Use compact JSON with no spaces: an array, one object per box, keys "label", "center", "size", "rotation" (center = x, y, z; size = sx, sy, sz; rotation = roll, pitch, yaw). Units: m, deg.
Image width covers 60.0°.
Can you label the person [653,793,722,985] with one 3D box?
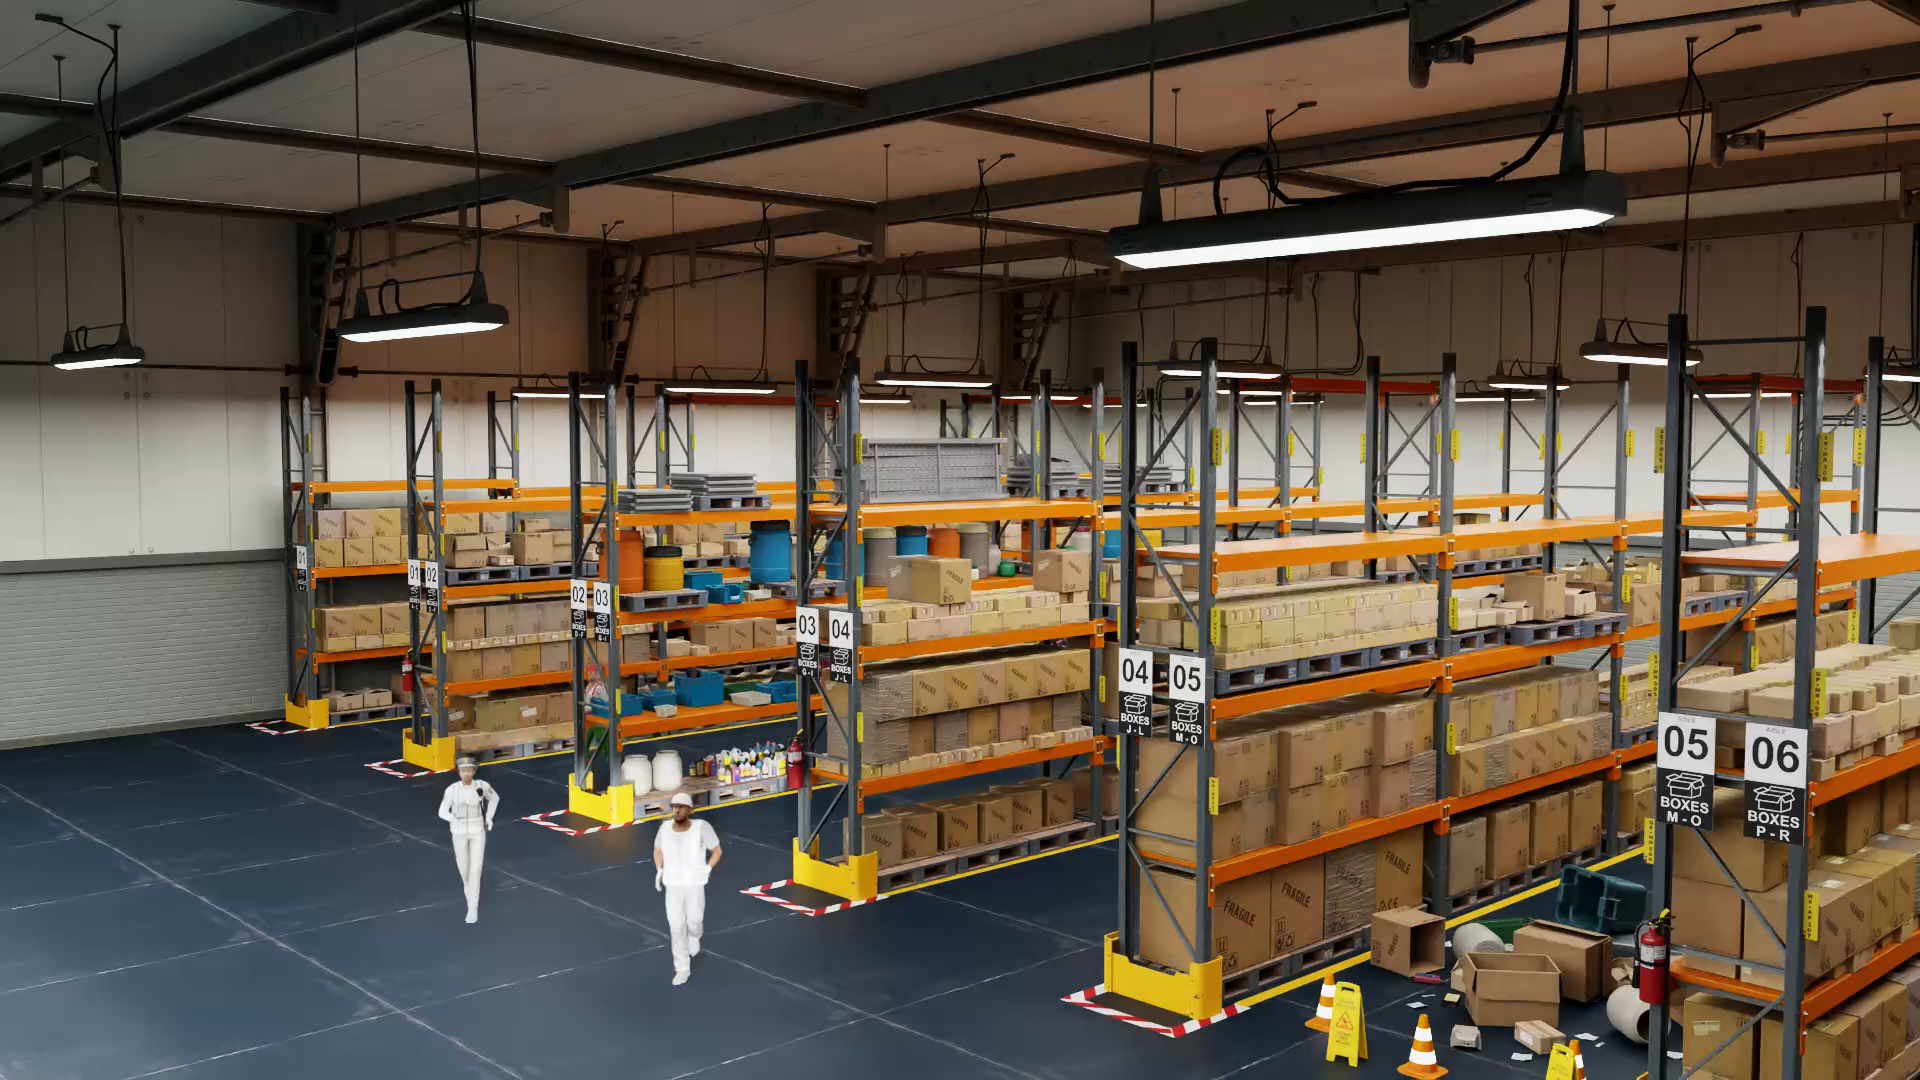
[{"label":"person","center":[-2.612,3.281,15.878],"size":[0.674,1.765,0.733],"rotation":[0,4,3]}]

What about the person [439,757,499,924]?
[{"label":"person","center":[-5.286,3.168,17.911],"size":[0.614,1.710,0.924],"rotation":[-1,4,-12]}]

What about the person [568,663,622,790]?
[{"label":"person","center":[-5.316,2.705,24.321],"size":[0.630,1.816,0.879],"rotation":[3,5,43]}]
